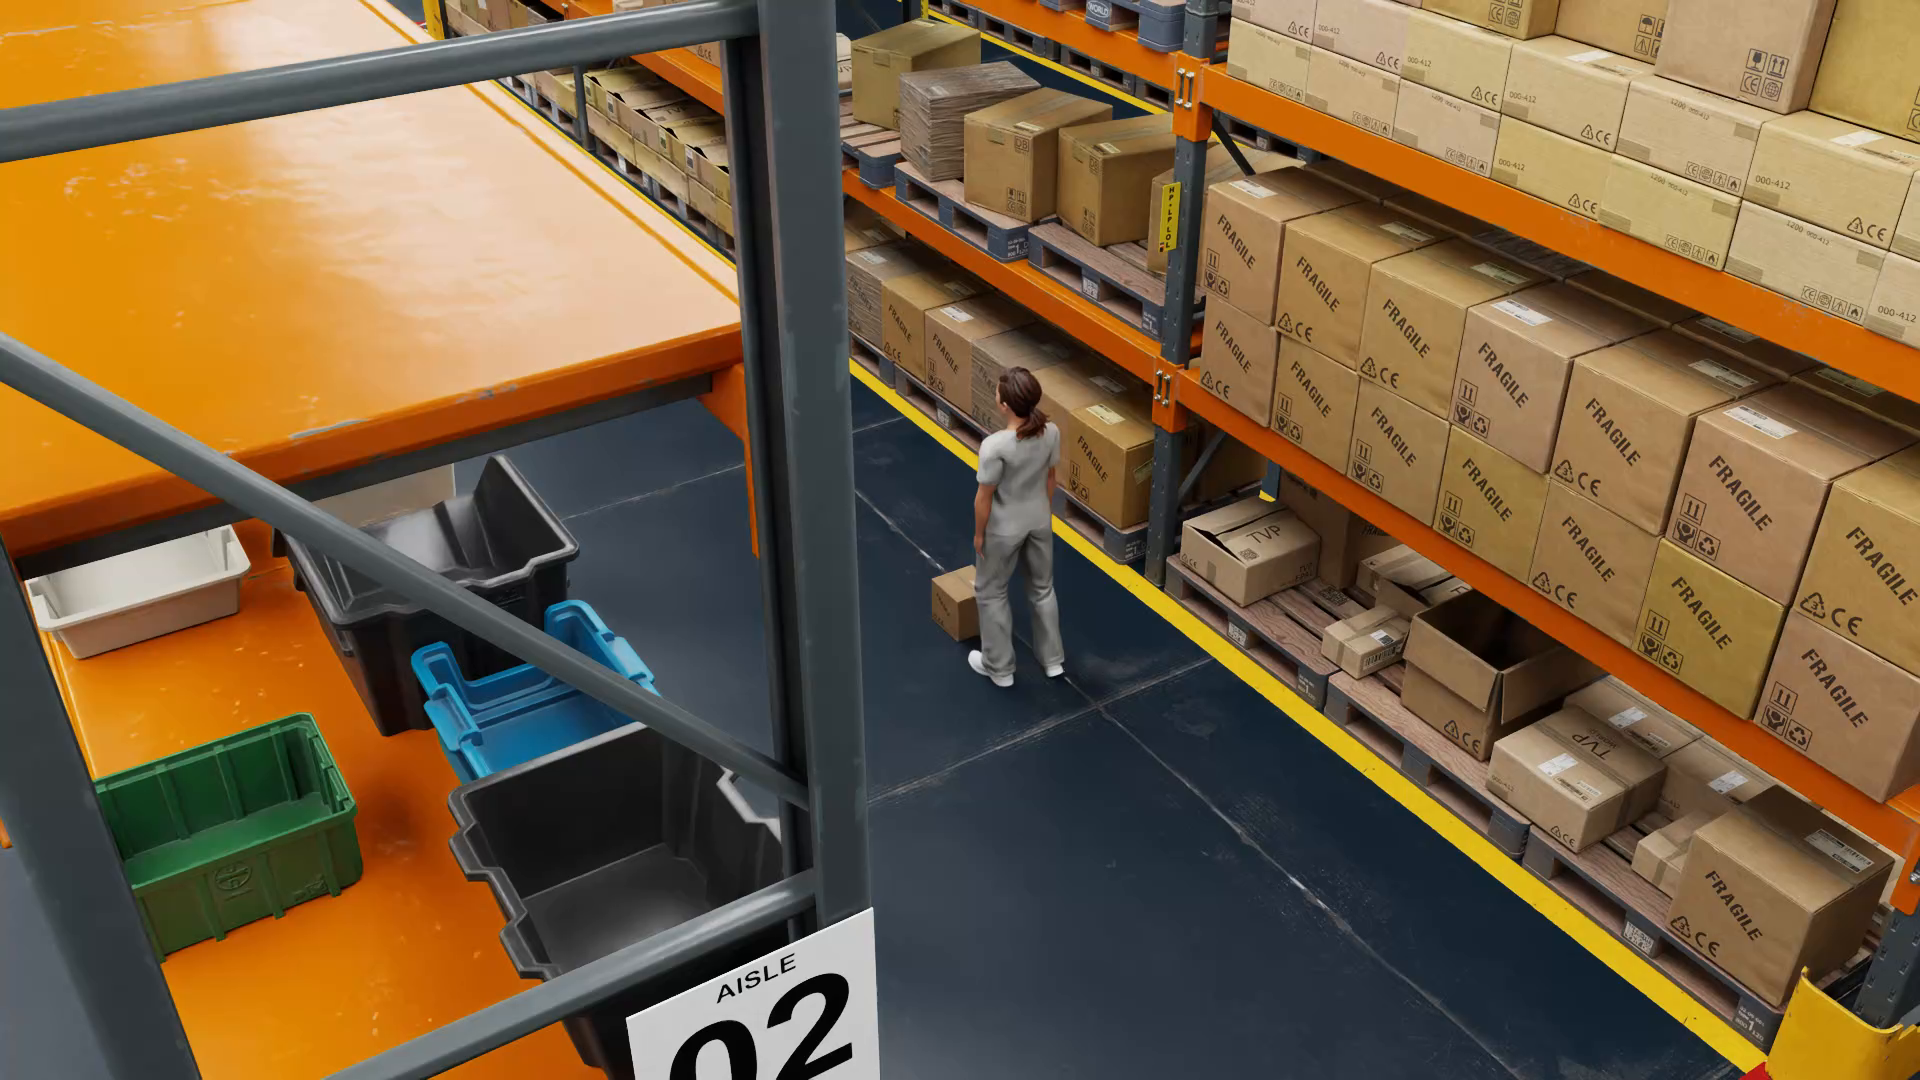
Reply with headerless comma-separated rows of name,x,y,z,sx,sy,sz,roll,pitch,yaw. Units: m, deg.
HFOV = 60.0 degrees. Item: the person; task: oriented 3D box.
person,0.271,-0.034,7.814,0.477,1.725,0.391,-18,37,-26
